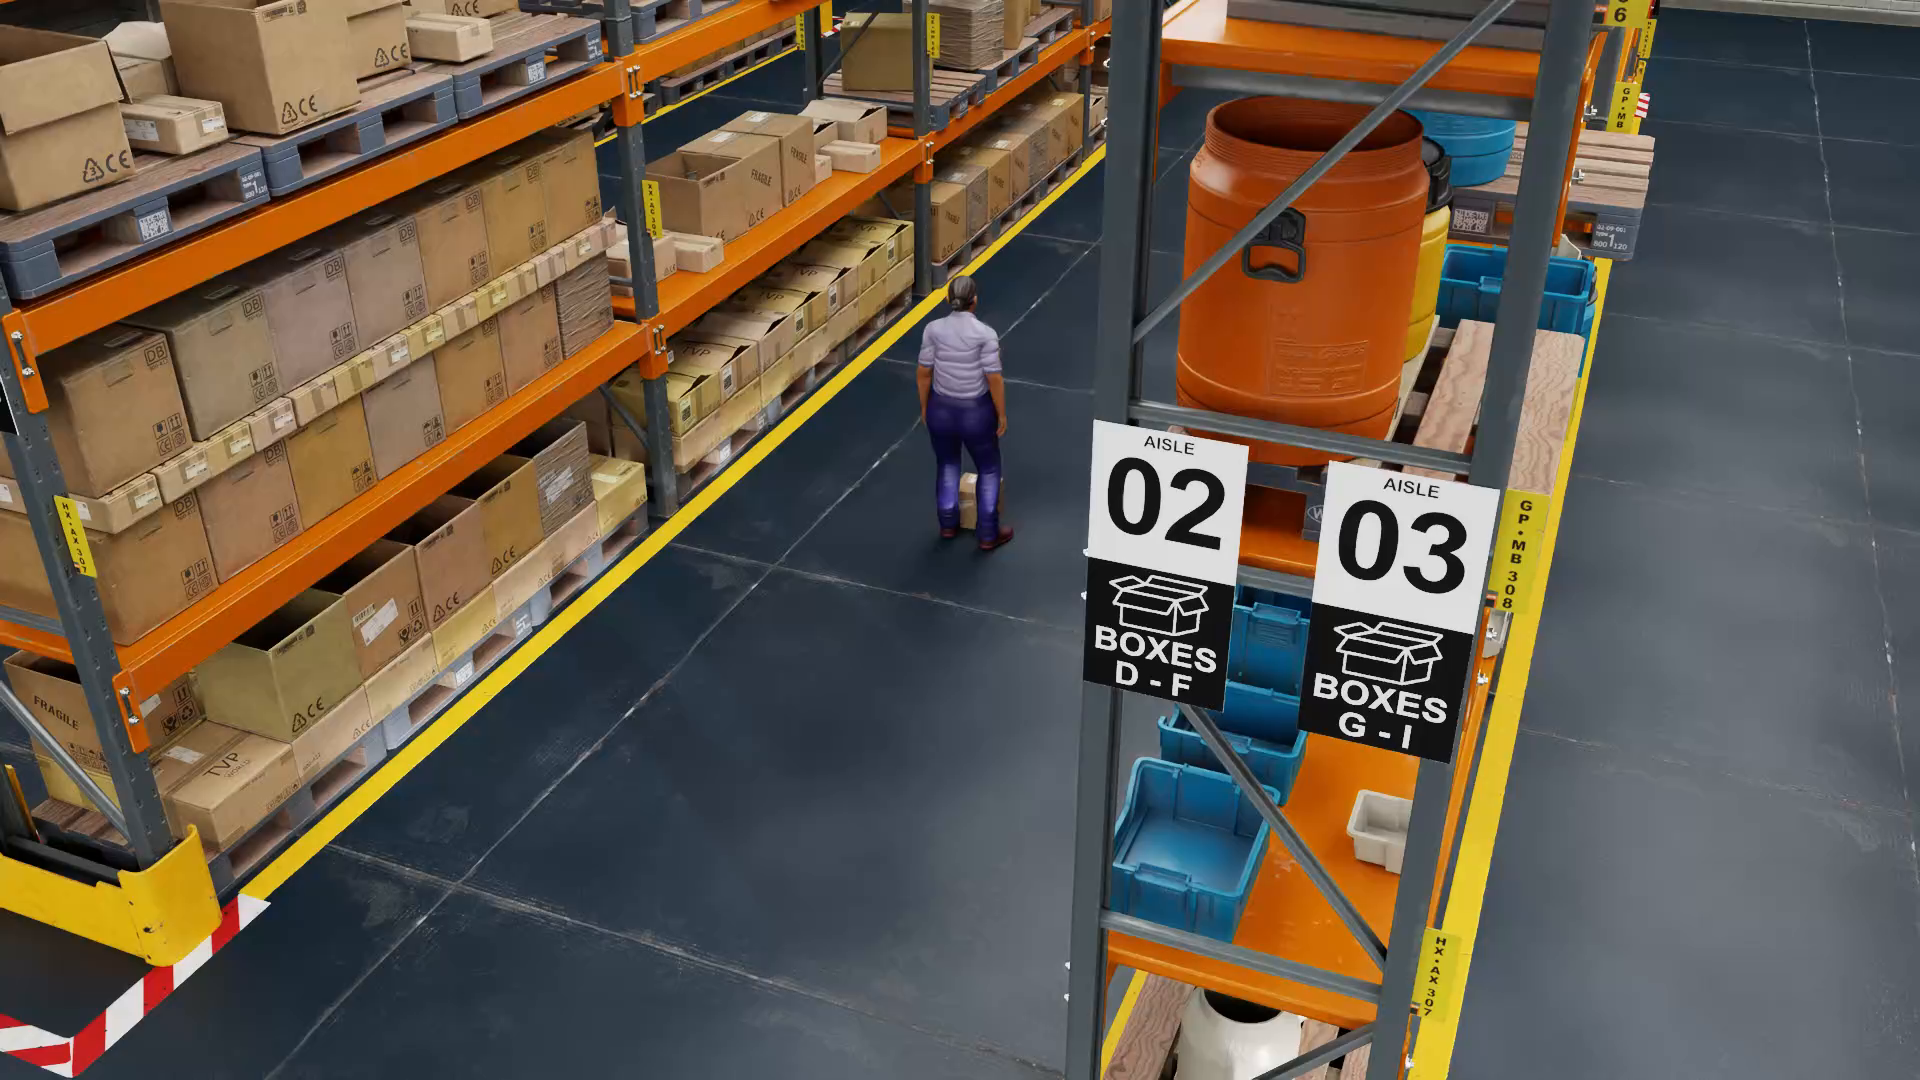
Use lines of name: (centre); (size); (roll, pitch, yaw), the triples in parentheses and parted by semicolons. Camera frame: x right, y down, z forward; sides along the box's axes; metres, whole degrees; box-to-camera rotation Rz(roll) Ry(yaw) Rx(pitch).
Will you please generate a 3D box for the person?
person: (0.036, -0.735, 9.697); (0.555, 1.636, 0.425); (10, 31, 16)
